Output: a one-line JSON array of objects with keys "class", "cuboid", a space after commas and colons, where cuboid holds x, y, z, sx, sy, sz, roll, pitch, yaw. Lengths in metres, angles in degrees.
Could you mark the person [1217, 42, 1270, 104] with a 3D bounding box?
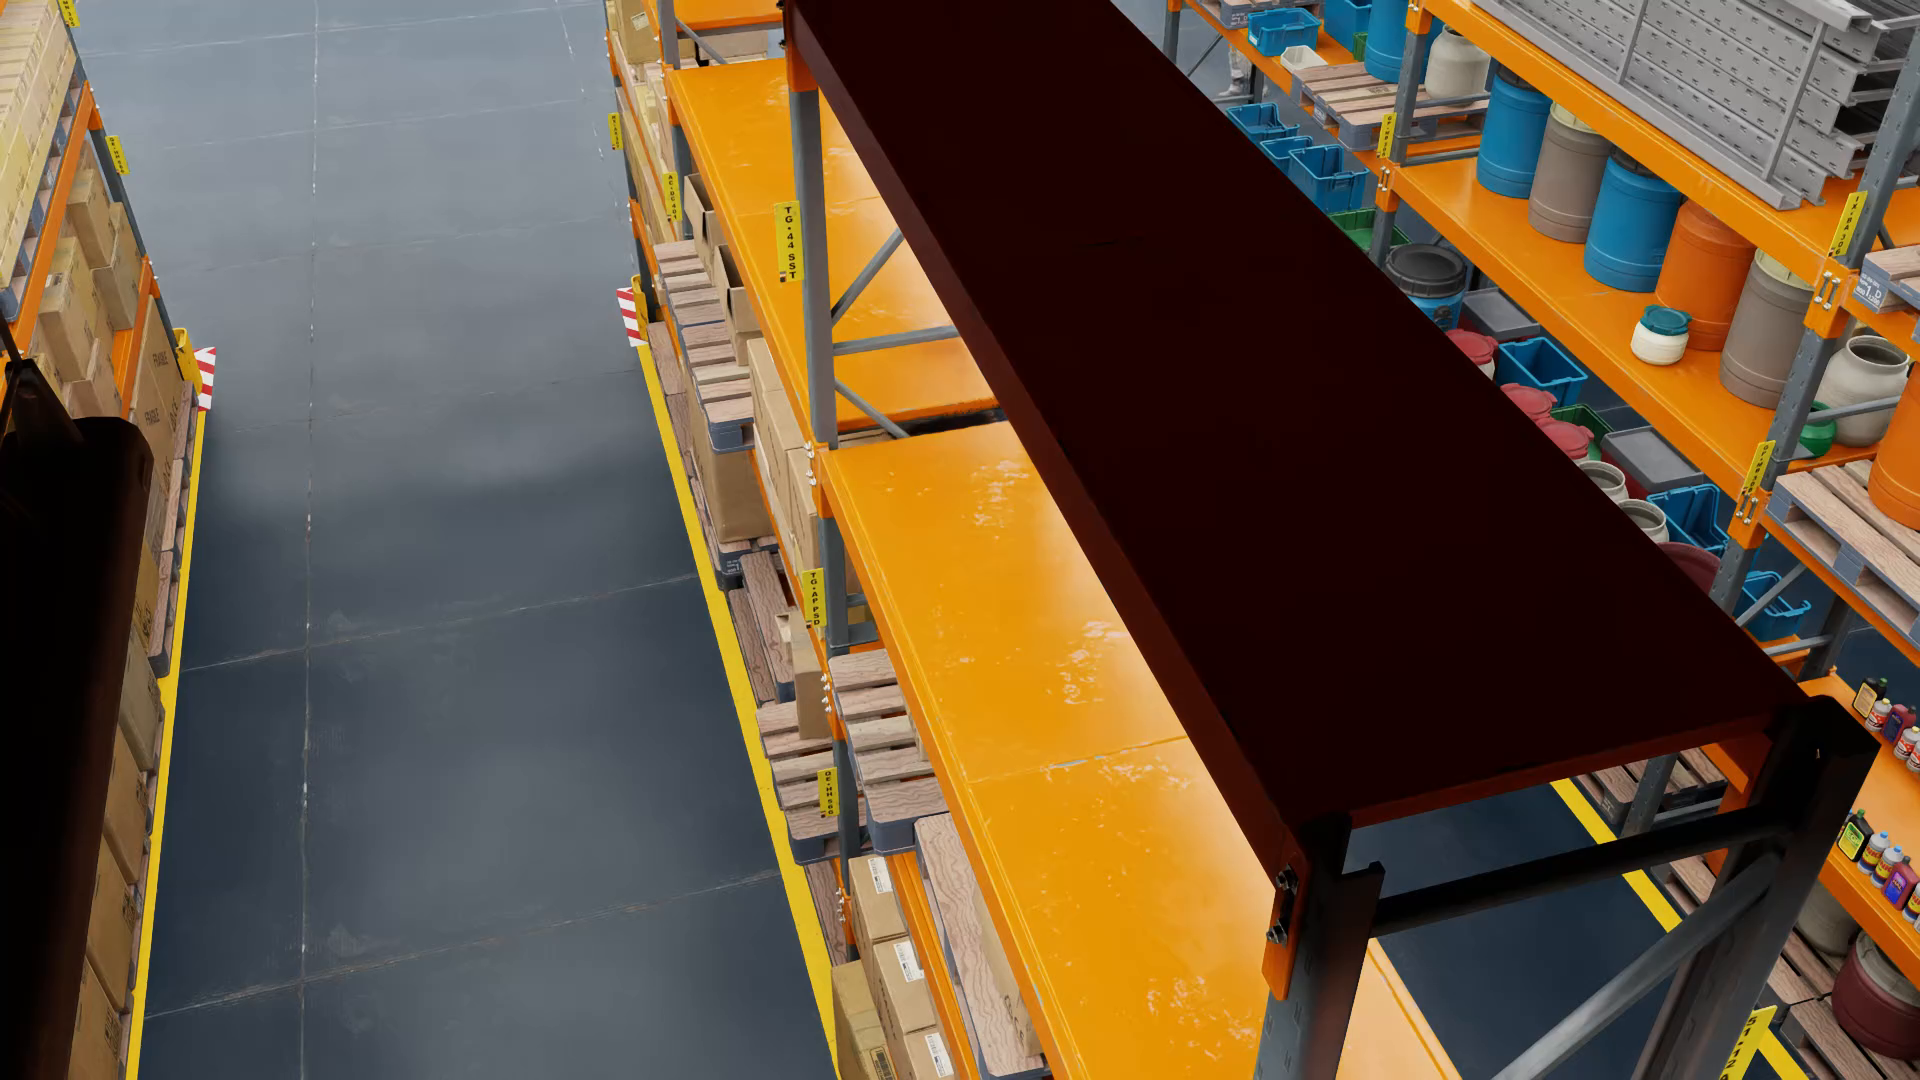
[{"class": "person", "cuboid": [3.243, -5.823, 18.749, 0.494, 1.789, 0.624, -11, 40, -14]}]
